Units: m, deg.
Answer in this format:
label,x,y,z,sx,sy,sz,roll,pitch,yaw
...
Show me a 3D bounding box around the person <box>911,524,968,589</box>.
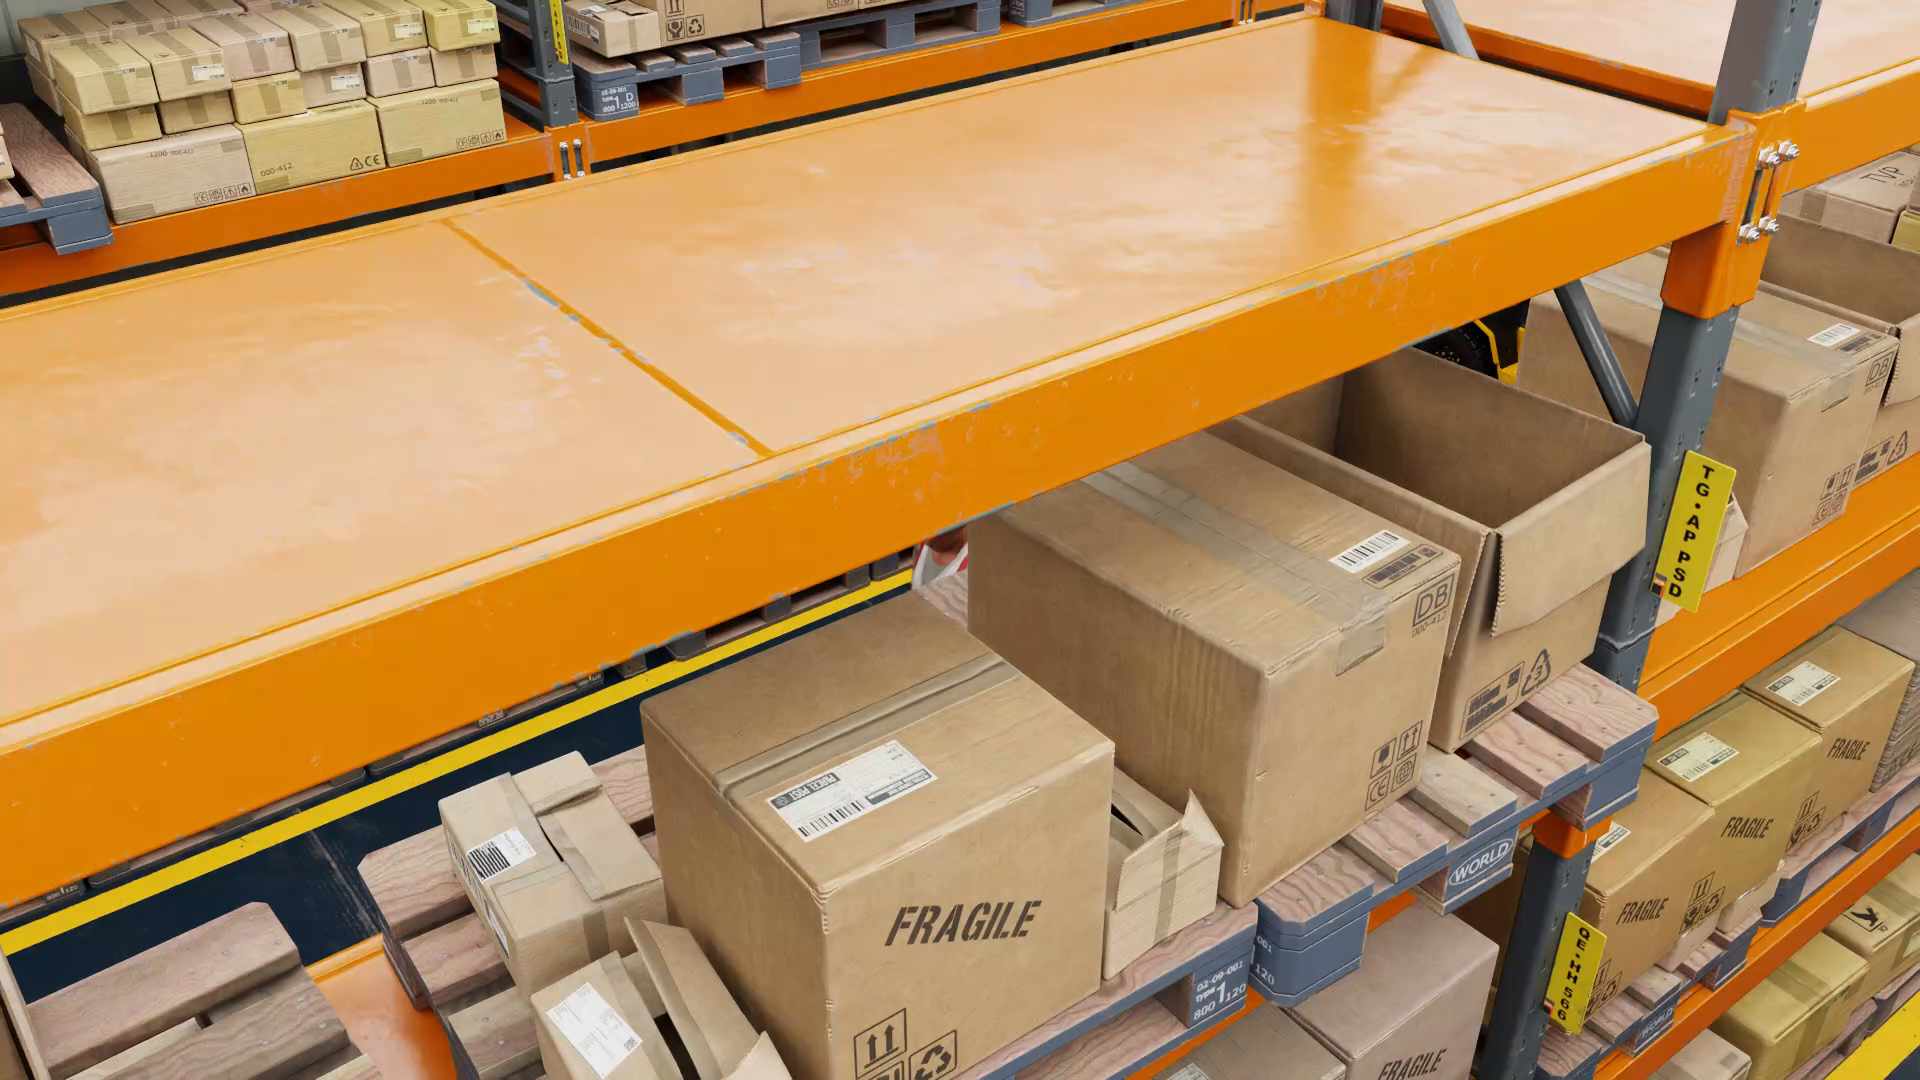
label,x,y,z,sx,sy,sz,roll,pitch,yaw
person,-0.049,0.519,6.967,0.400,1.764,0.535,-21,38,-30
